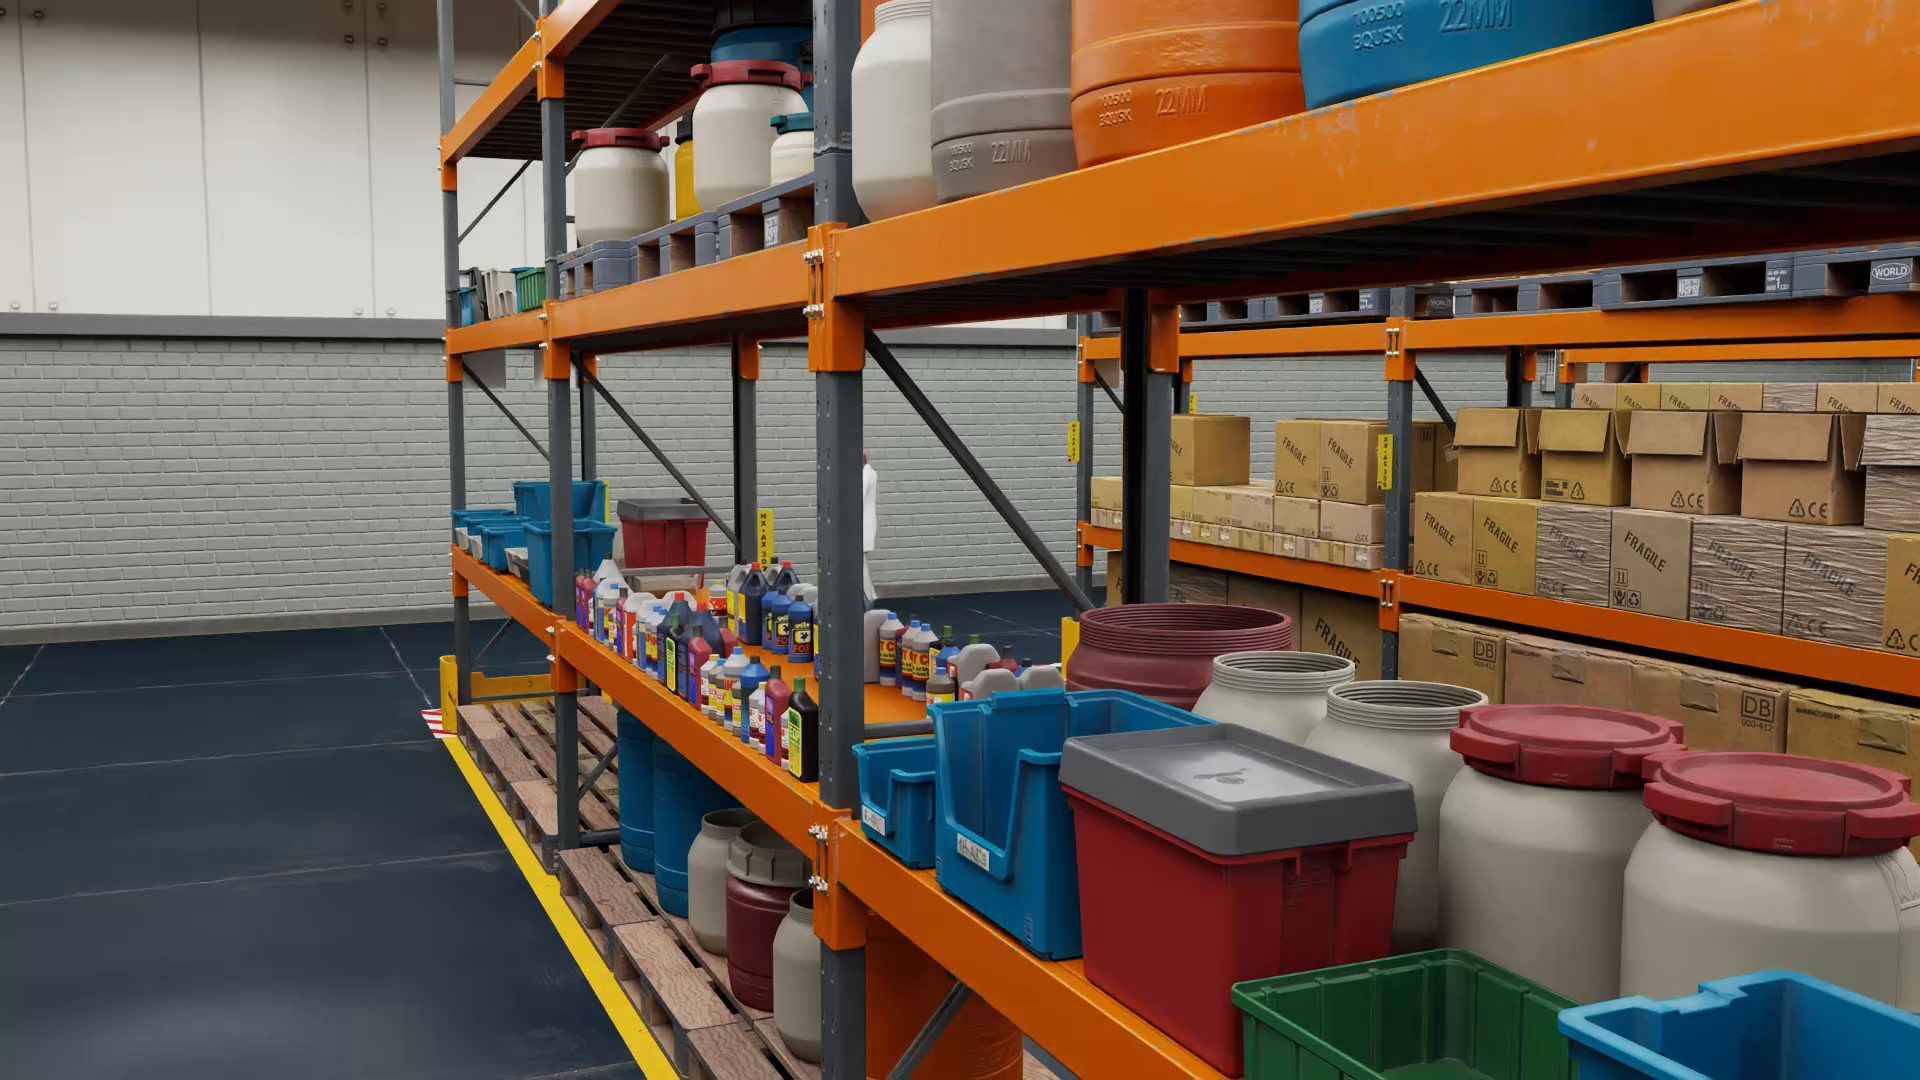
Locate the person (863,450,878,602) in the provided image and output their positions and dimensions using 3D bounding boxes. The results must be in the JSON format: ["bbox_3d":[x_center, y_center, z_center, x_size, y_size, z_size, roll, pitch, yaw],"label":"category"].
[{"bbox_3d":[-1.088,-0.020,17.744,0.405,1.680,0.690,1,5,7],"label":"person"}]
